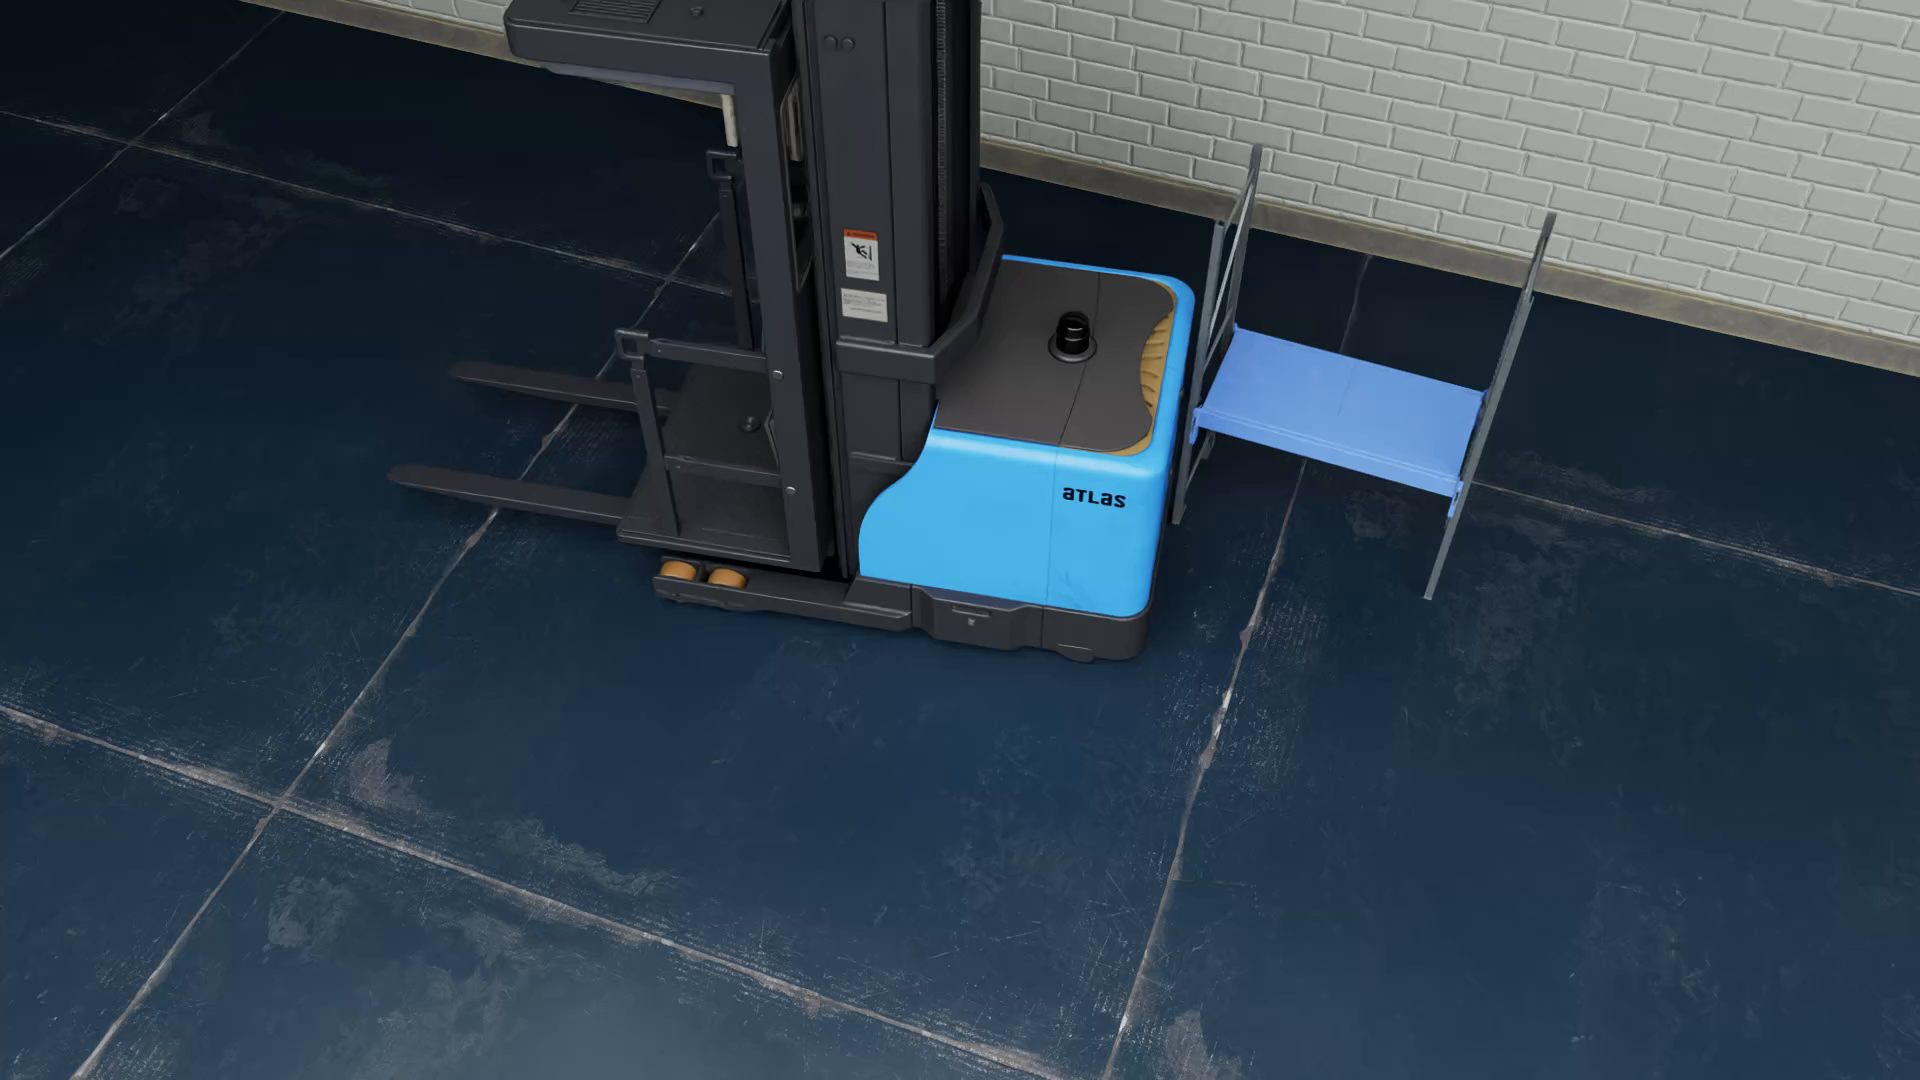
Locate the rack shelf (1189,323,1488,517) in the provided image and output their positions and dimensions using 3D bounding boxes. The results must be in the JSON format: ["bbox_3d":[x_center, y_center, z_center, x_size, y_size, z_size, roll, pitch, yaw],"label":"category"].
[{"bbox_3d":[1.427,-0.464,6.264,1.000,0.185,0.538,17,51,14],"label":"rack shelf"}]

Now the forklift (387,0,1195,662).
[{"bbox_3d":[-0.706,-1.075,5.608,3.031,2.935,1.130,9,50,8],"label":"forklift"}]

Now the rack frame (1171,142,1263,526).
[{"bbox_3d":[0.956,-0.728,6.255,0.032,1.500,0.500,17,51,14],"label":"rack frame"}]

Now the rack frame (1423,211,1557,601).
[{"bbox_3d":[1.897,-0.436,6.002,0.032,1.500,0.500,17,51,14],"label":"rack frame"}]

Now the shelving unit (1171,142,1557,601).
[{"bbox_3d":[1.427,-0.582,6.128,1.048,1.500,0.538,17,51,14],"label":"shelving unit"}]

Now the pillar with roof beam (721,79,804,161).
[{"bbox_3d":[-2.423,-1.934,2.337,0.400,9.000,9.100,16,51,13],"label":"pillar with roof beam"}]
